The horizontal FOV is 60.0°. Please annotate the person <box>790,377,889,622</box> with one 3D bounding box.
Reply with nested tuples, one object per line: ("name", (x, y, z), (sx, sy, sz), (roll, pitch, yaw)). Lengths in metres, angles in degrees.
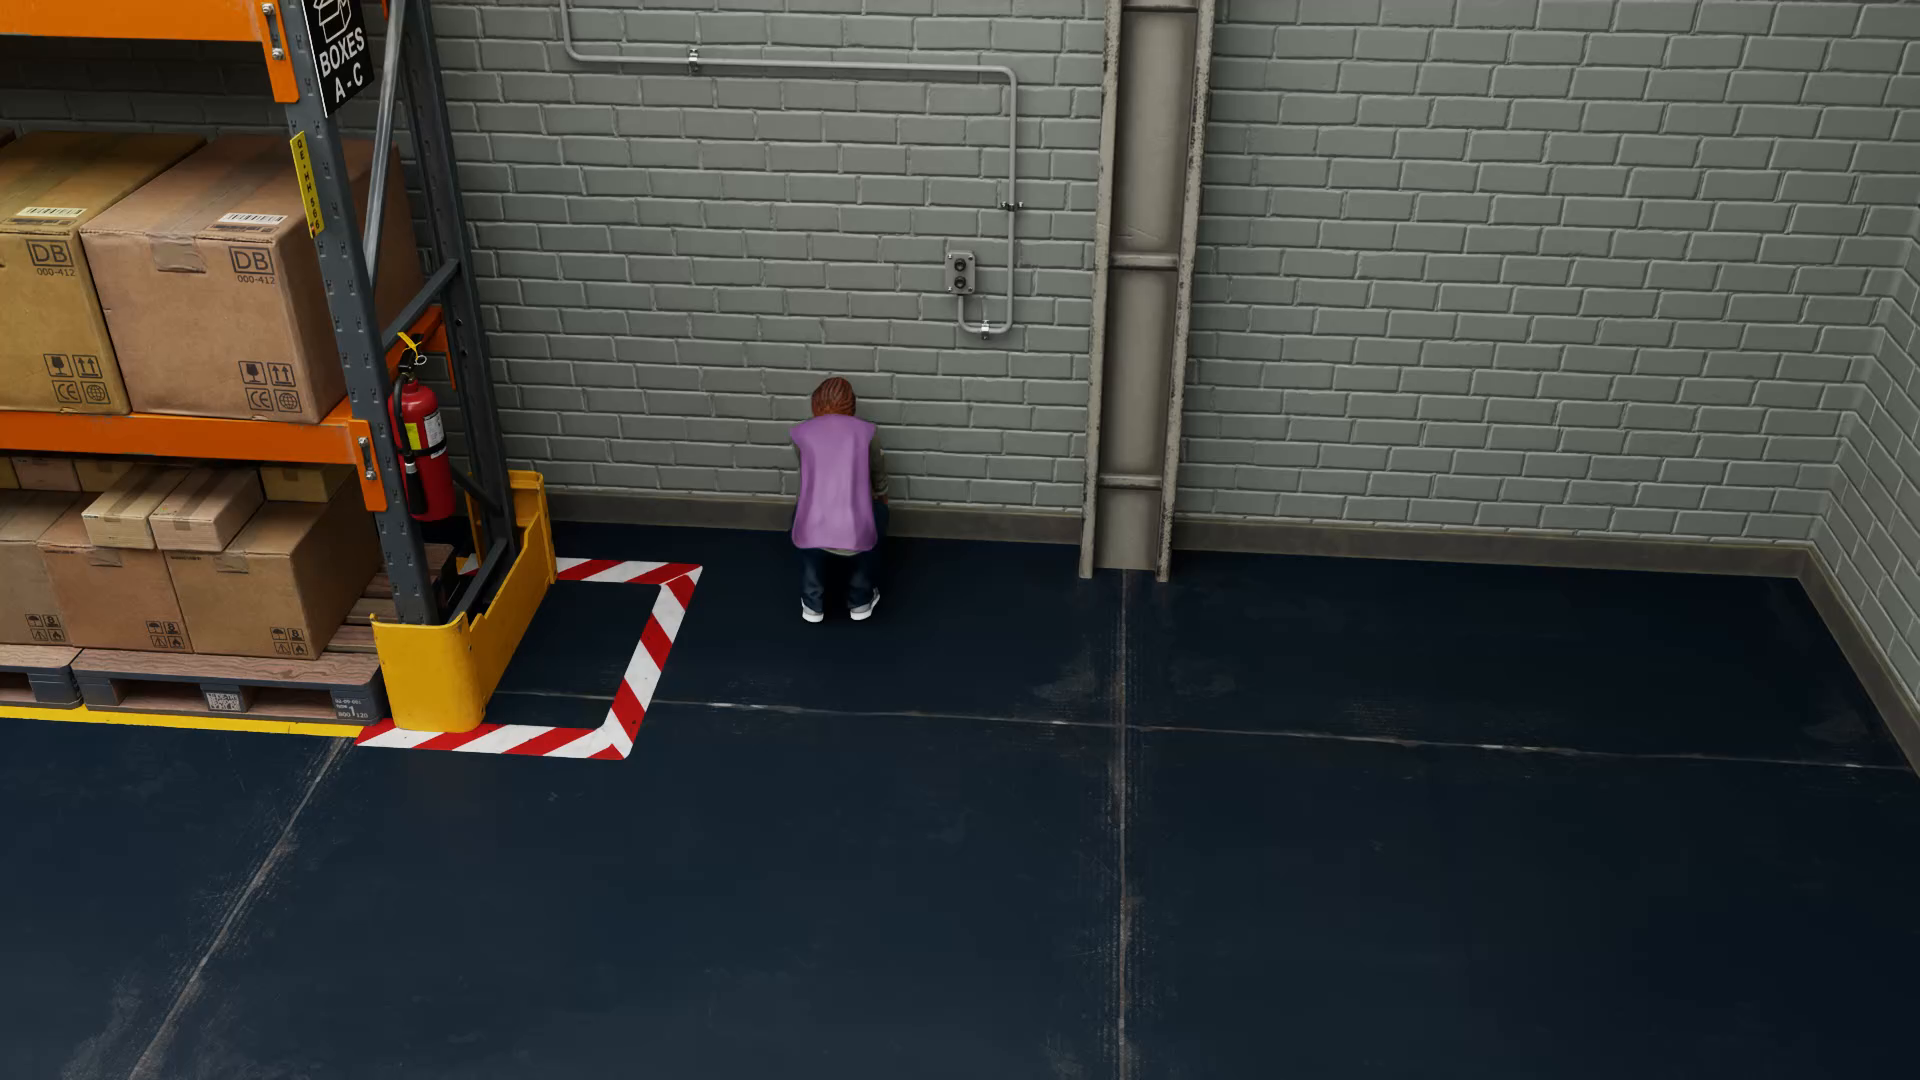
("person", (-0.510, -0.144, 7.036), (0.416, 0.894, 0.838), (2, 32, 3))
